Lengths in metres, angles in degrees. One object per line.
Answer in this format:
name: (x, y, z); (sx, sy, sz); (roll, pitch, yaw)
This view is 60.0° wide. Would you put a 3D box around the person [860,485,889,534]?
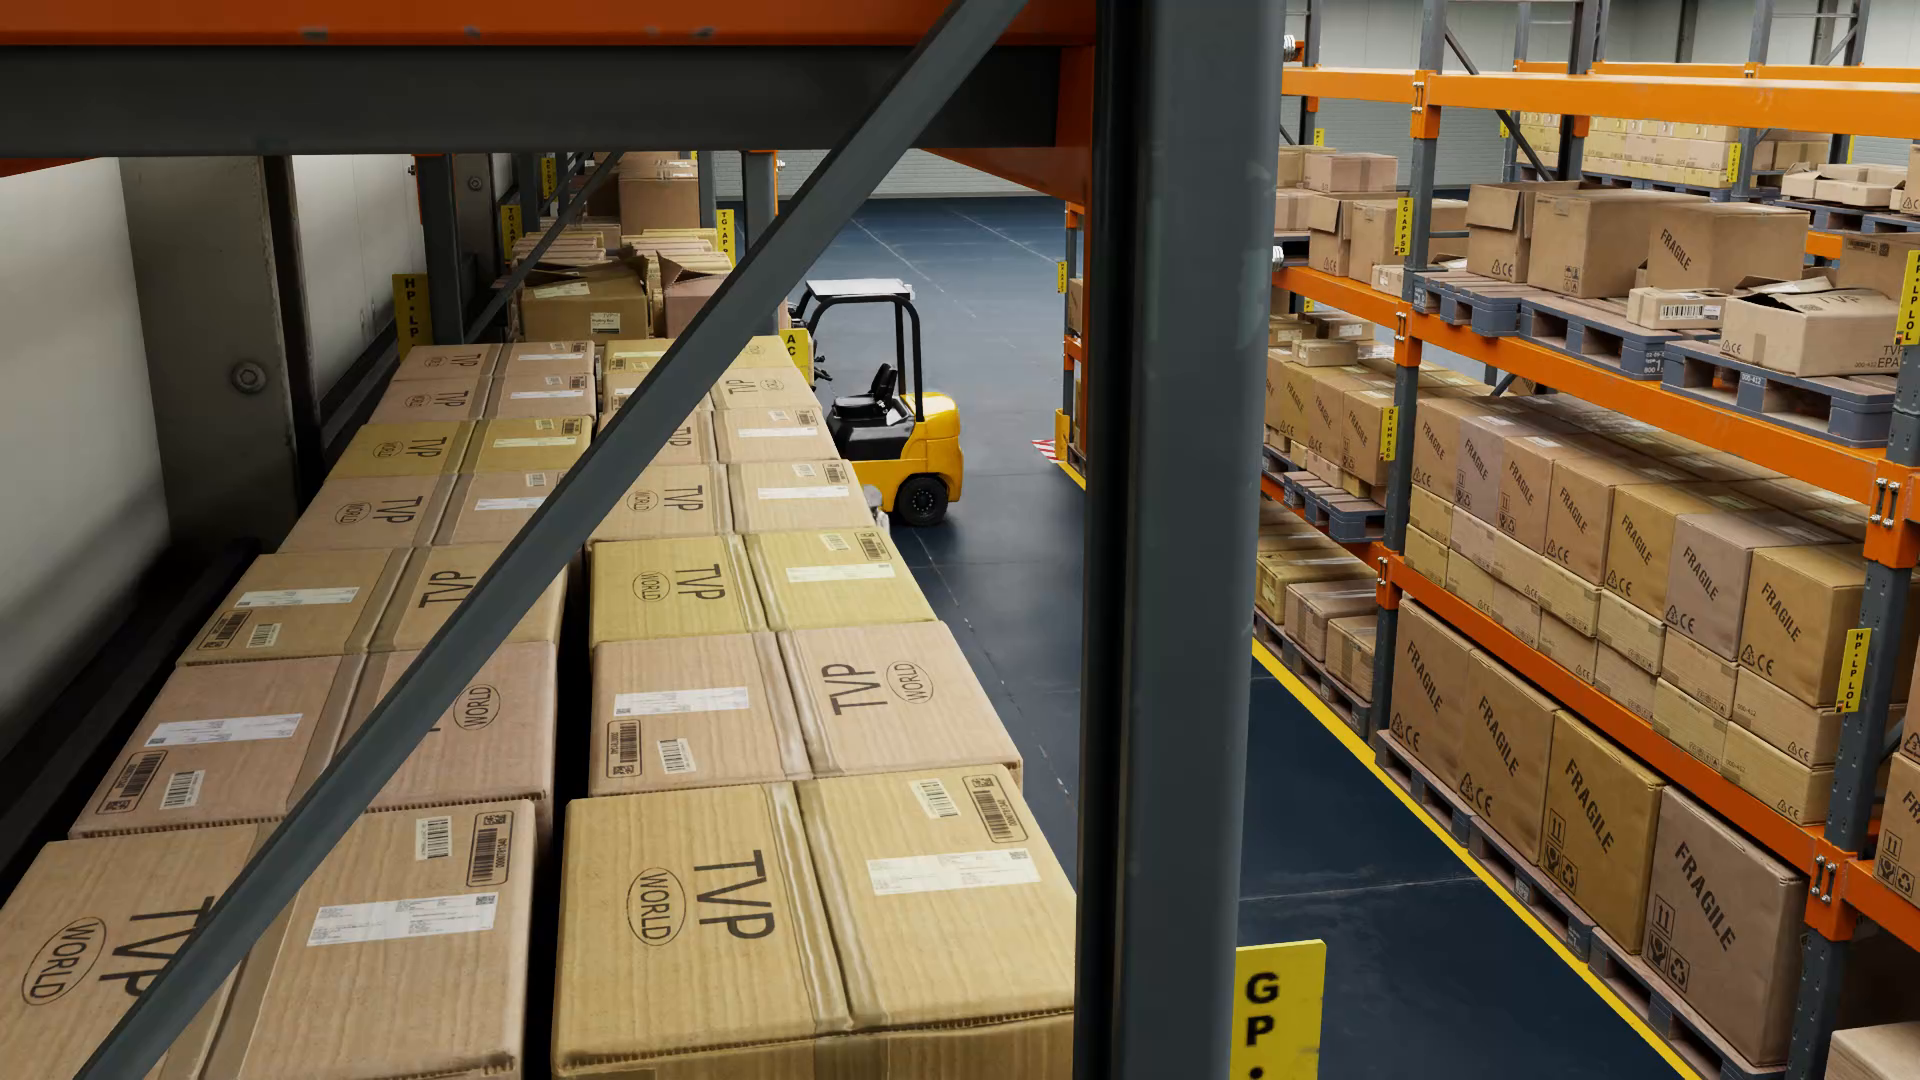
person: (-0.701, 0.271, 11.539); (0.414, 1.433, 0.796); (-4, 17, -12)
